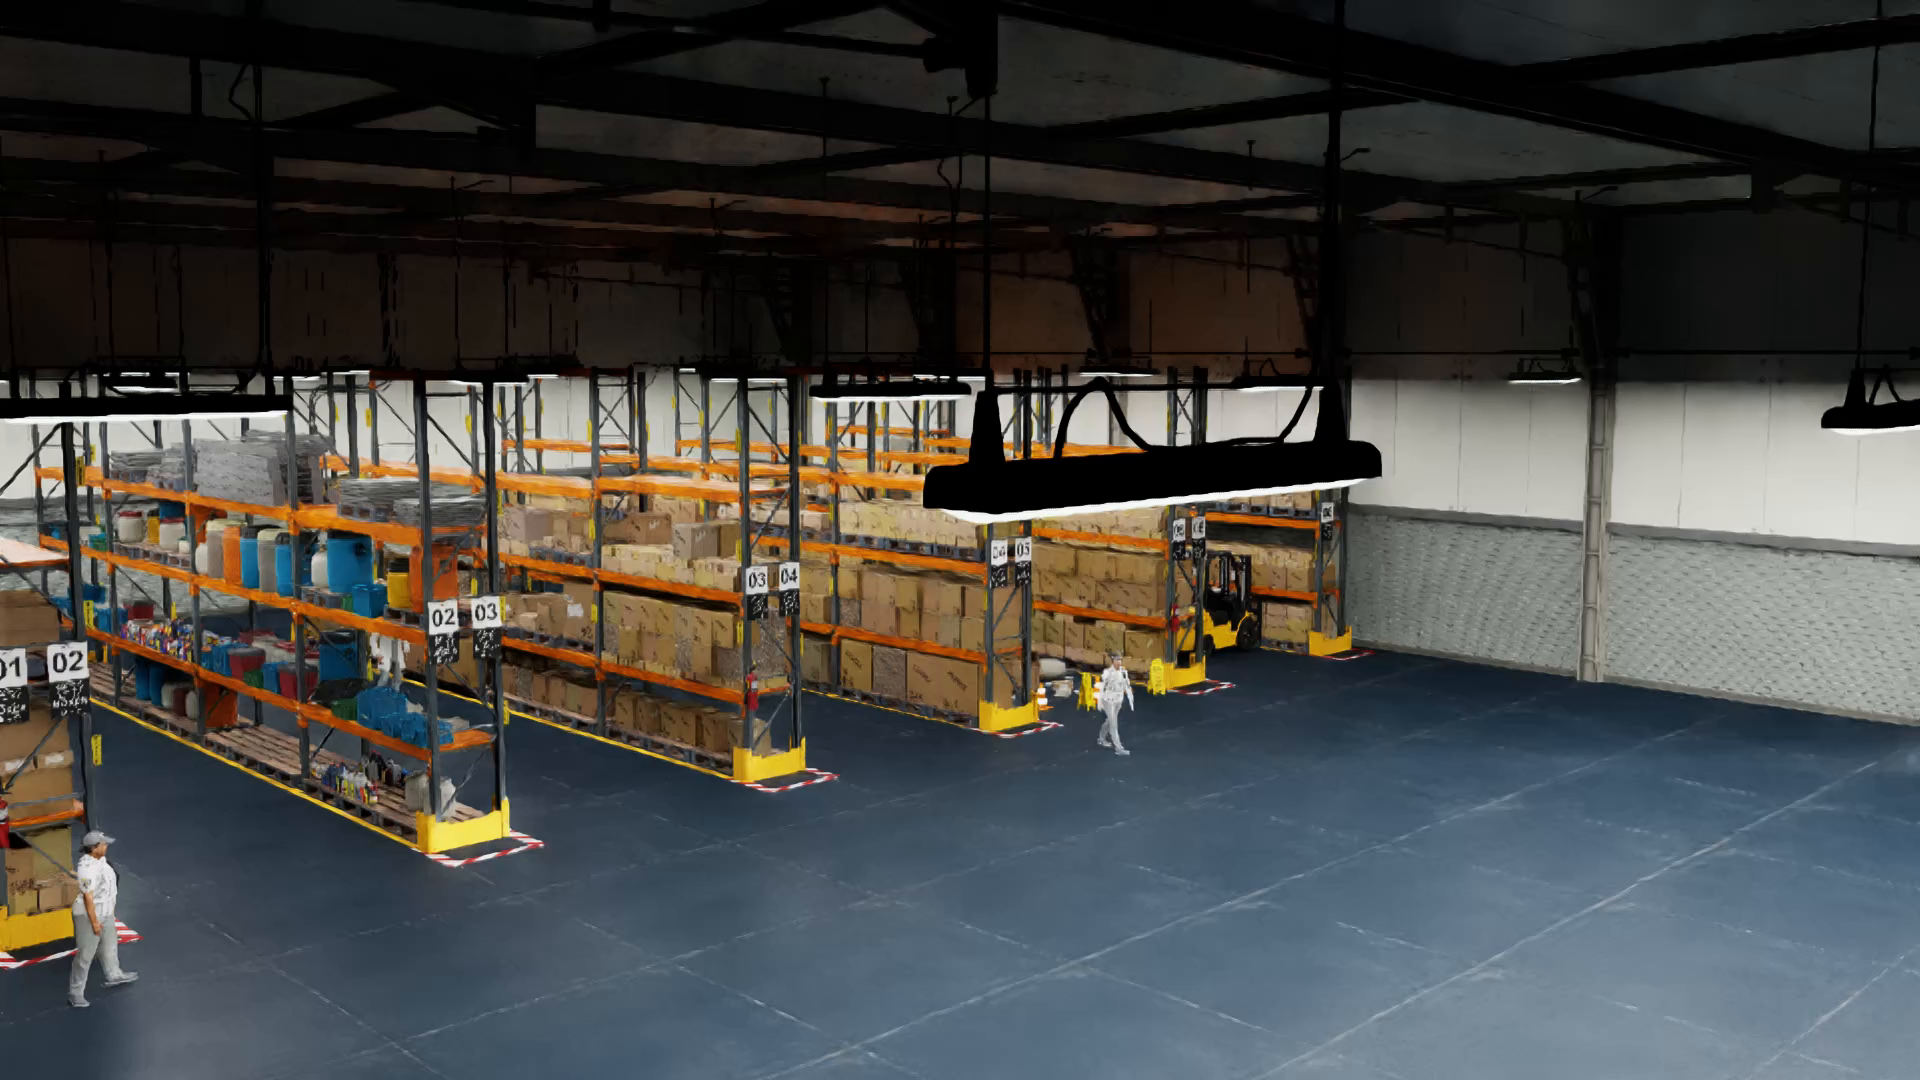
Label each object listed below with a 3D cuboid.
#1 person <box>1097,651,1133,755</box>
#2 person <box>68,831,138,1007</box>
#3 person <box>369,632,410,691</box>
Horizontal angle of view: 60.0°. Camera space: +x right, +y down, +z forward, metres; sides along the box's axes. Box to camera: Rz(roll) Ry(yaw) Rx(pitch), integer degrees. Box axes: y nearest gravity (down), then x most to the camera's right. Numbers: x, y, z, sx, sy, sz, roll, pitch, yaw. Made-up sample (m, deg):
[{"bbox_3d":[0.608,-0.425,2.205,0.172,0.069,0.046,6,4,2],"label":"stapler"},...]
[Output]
[{"bbox_3d":[2.471,2.540,26.340,0.484,1.614,0.986,-4,8,-35],"label":"person"},{"bbox_3d":[-8.483,3.659,16.343,0.525,1.659,0.713,-2,7,-14],"label":"person"},{"bbox_3d":[-10.296,2.092,30.012,0.546,1.733,0.729,6,9,44],"label":"person"}]
